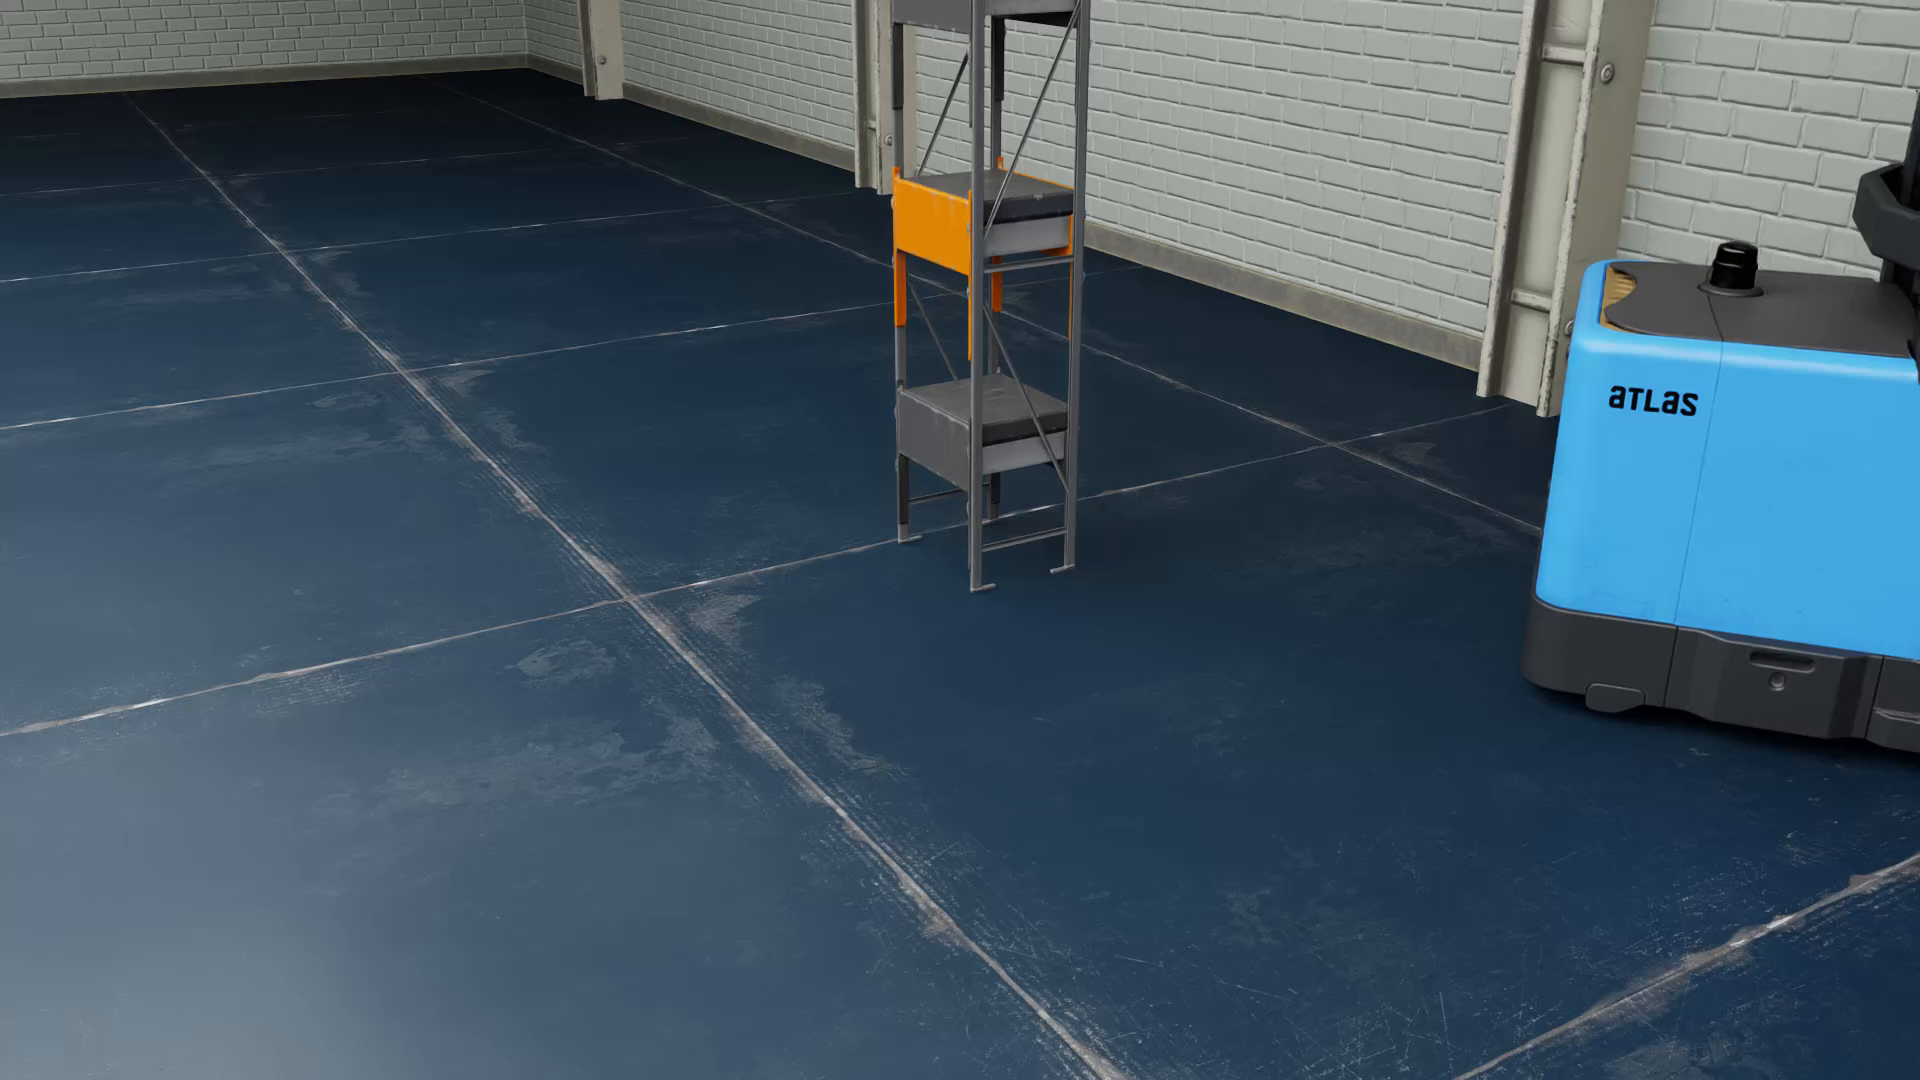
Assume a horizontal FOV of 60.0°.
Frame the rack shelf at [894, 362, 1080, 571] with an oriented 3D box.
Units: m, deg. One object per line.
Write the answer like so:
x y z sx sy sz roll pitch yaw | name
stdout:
0.085 -0.258 5.553 0.431 0.518 0.480 -13 25 -28 | rack shelf

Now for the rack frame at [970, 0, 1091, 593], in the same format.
0.209 -0.840 5.090 0.400 2.100 0.015 -13 25 -28 | rack frame

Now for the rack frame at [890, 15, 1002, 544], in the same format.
-0.040 -0.998 5.479 0.400 2.100 0.015 -13 25 -28 | rack frame

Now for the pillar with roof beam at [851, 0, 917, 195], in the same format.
-4.237 -5.898 8.372 9.100 9.000 0.400 -13 25 -28 | pillar with roof beam

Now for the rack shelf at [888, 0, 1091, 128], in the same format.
0.085 -1.555 5.026 0.431 0.518 0.480 -13 25 -28 | rack shelf

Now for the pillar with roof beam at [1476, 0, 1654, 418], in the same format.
-1.172 -3.956 3.594 9.100 9.000 0.400 -13 25 -28 | pillar with roof beam

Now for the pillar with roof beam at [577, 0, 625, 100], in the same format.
-7.302 -7.841 13.151 9.100 9.000 0.400 -13 25 -28 | pillar with roof beam

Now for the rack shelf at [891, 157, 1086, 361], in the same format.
0.085 -0.906 5.289 0.431 0.518 0.480 -13 25 -28 | rack shelf

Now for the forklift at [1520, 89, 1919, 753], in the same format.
3.153 -0.865 4.047 3.031 2.935 1.130 8 24 20 | forklift

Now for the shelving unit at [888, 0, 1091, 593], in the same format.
0.085 -0.919 5.284 0.431 2.100 0.503 -13 25 -28 | shelving unit
